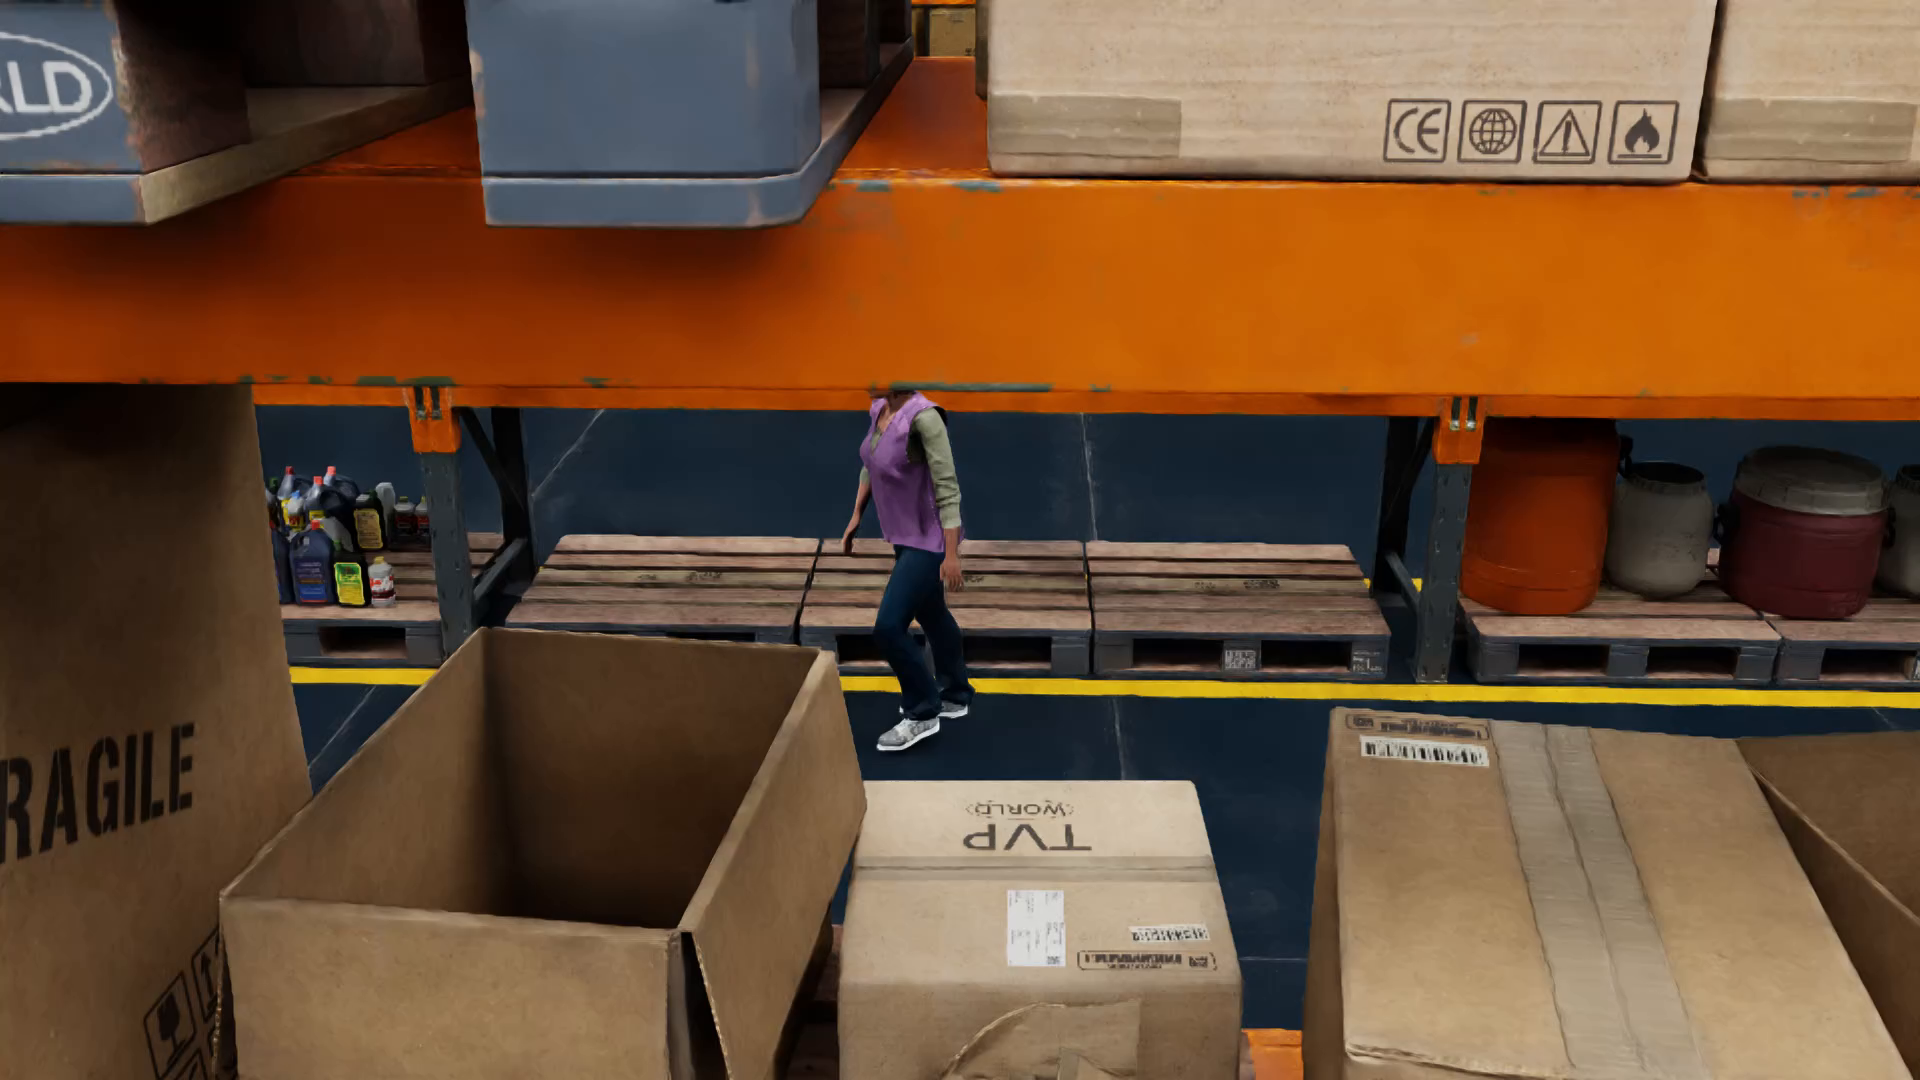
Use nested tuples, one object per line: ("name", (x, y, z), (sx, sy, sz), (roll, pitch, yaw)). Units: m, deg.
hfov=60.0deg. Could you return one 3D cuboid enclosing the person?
("person", (-0.148, 0.009, 6.079), (0.493, 1.575, 0.553), (-8, 22, -19))
